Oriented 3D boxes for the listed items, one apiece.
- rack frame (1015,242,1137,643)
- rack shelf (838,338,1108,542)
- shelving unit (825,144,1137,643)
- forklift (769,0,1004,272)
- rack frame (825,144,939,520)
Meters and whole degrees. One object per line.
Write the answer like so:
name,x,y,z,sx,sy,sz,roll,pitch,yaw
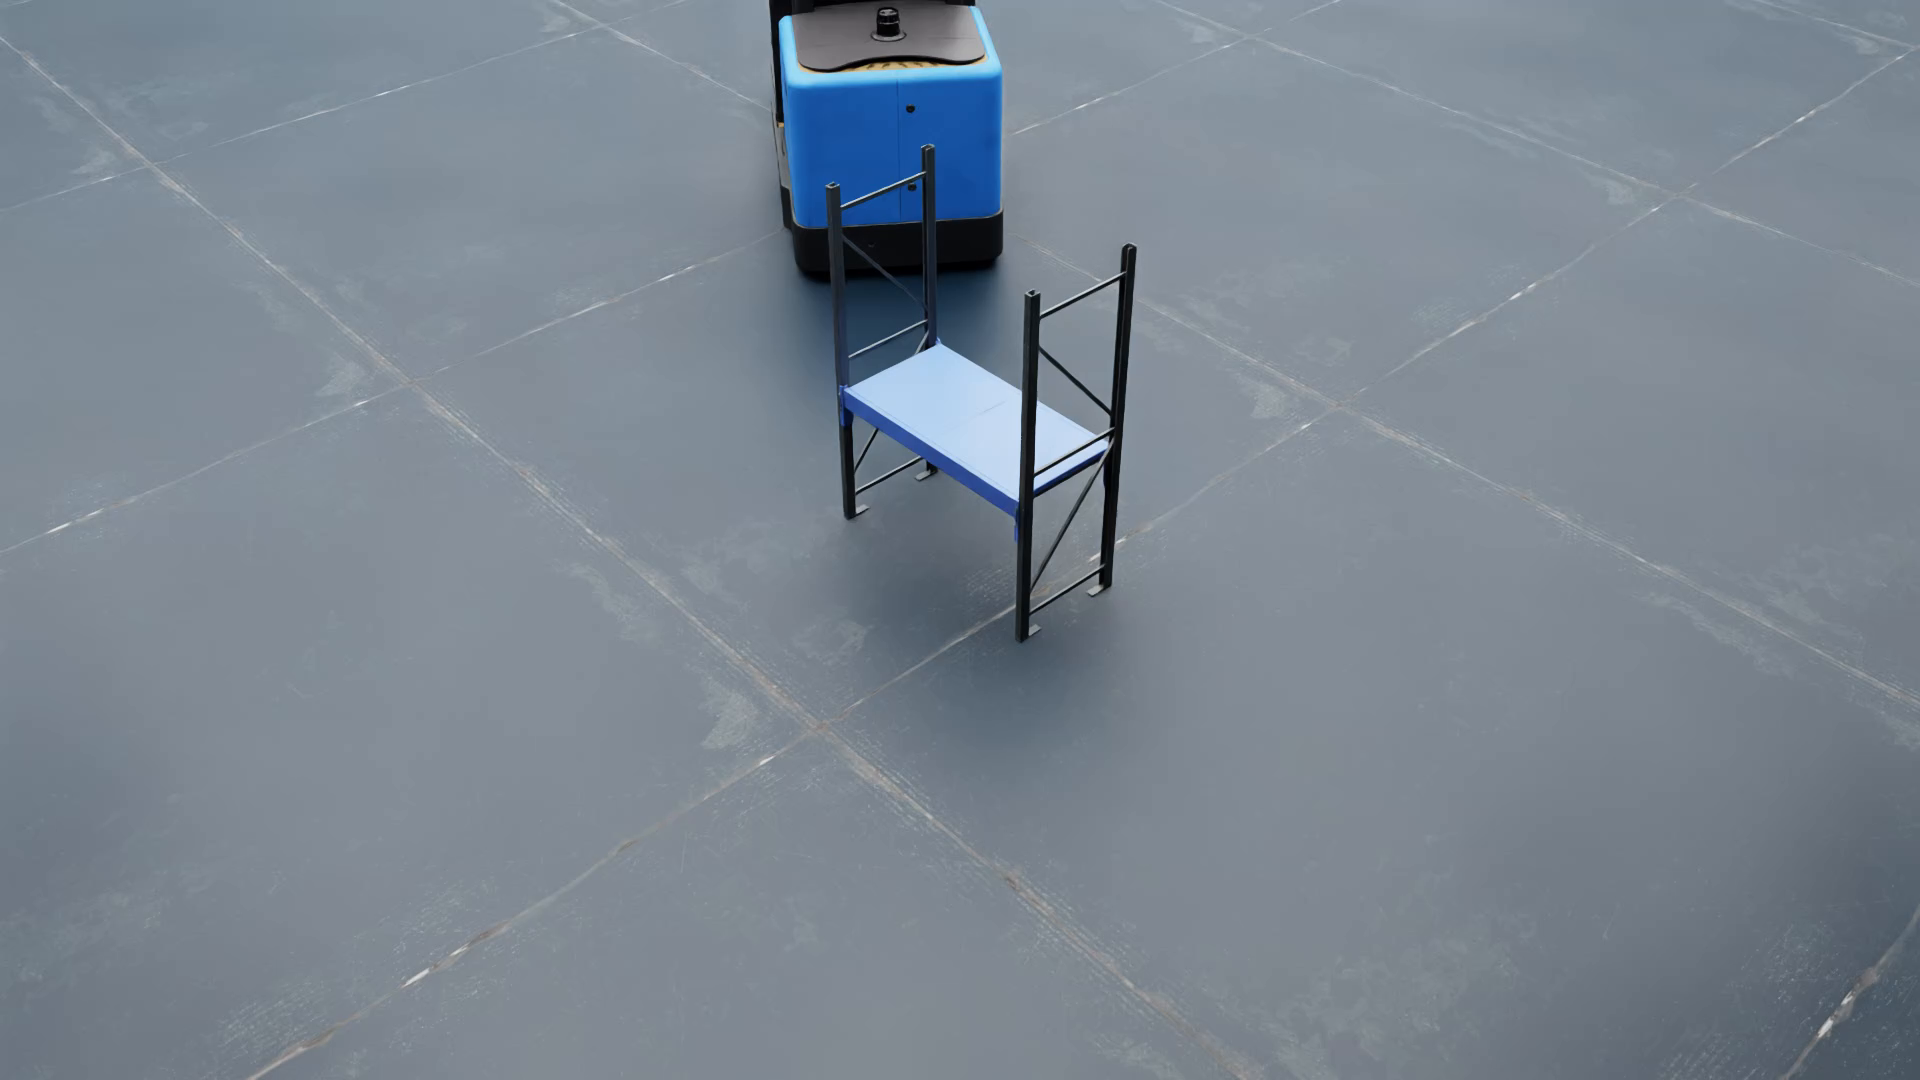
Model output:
rack frame,0.402,-0.309,5.939,0.500,1.500,0.032,-30,48,-32
rack shelf,0.058,-0.404,6.343,0.538,0.185,1.000,-30,48,-32
shelving unit,0.058,-0.544,6.230,0.538,1.500,1.048,-30,48,-32
forklift,-0.496,-3.400,8.627,1.130,2.935,3.031,-5,39,-6
rack frame,-0.286,-0.779,6.521,0.500,1.500,0.032,-30,48,-32
